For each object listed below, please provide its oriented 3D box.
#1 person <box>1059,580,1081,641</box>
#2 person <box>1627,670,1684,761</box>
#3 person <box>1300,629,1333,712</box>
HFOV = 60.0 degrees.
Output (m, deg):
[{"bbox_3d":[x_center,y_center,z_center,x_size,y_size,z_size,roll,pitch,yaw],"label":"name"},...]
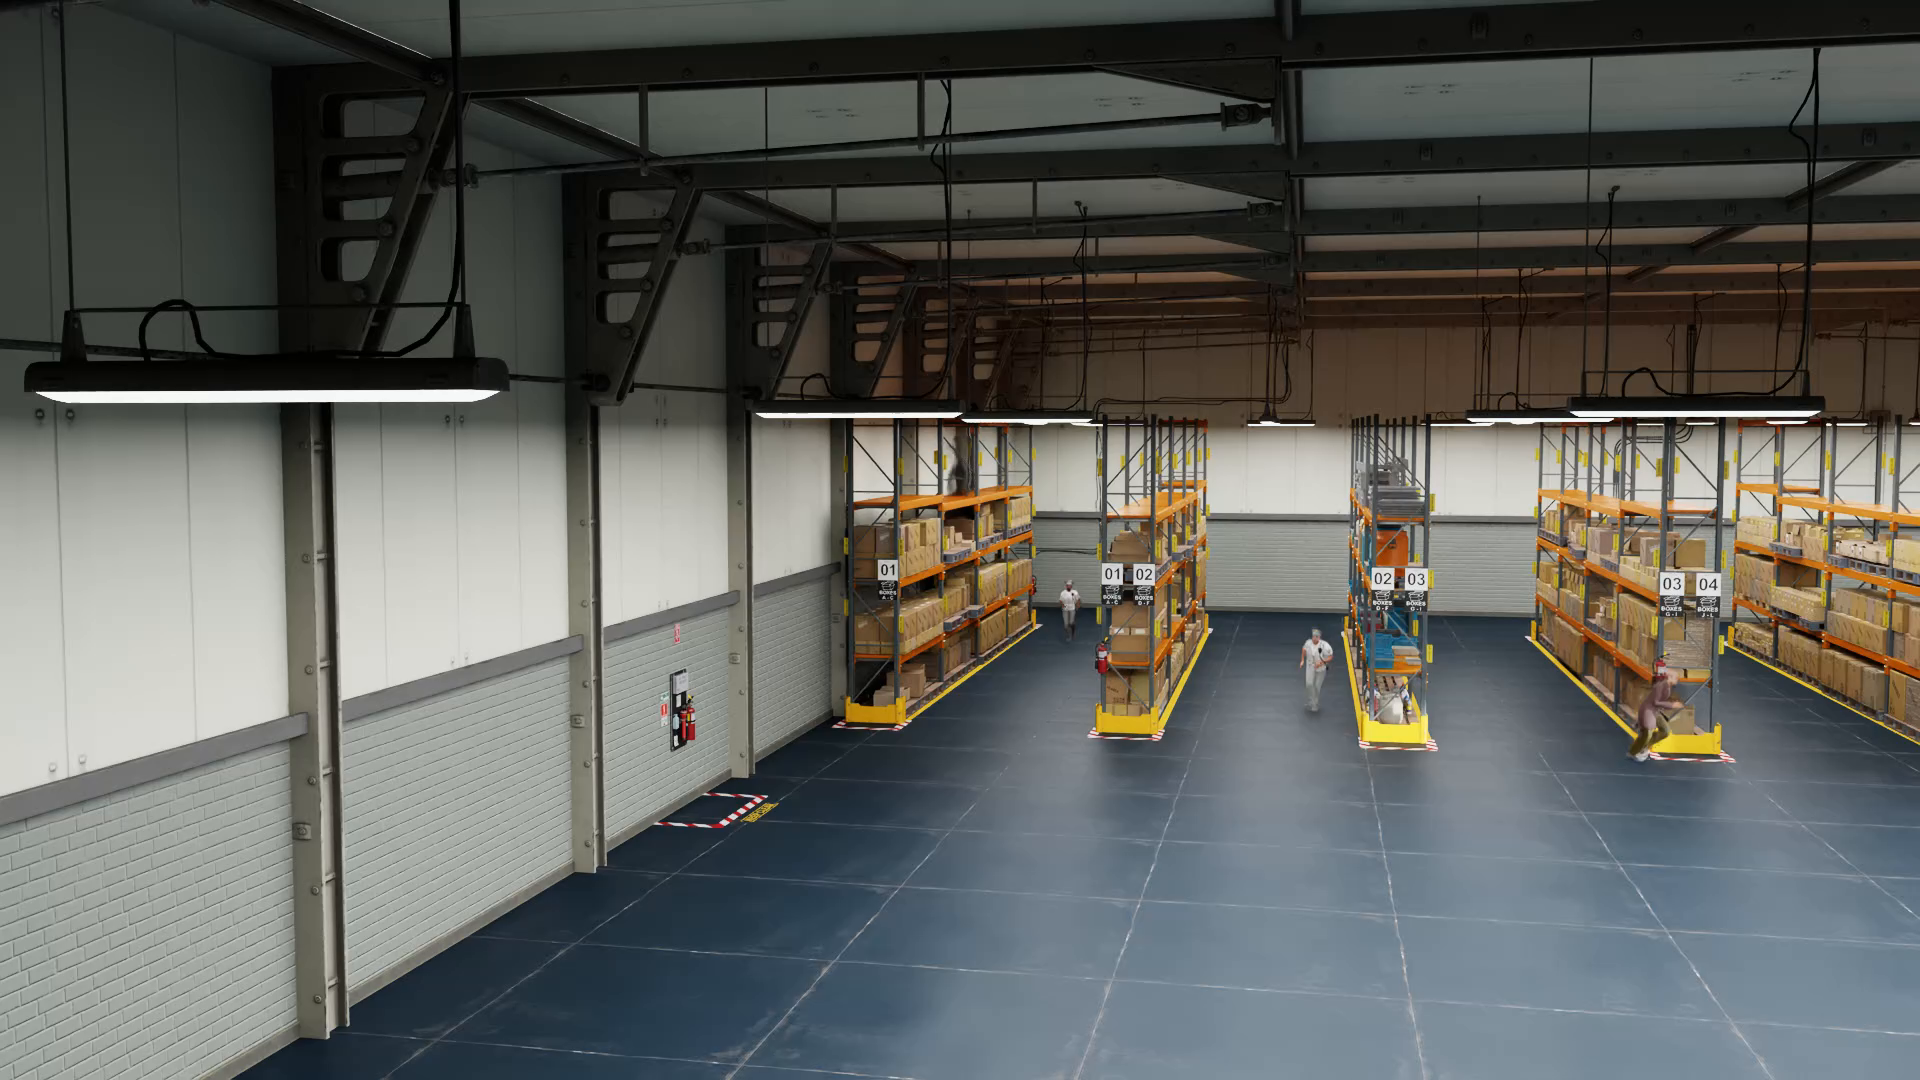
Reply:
[{"bbox_3d":[2.945,1.910,44.799,0.562,1.661,0.562,1,4,12],"label":"person"},{"bbox_3d":[11.990,3.007,28.602,0.972,1.614,0.741,4,5,43],"label":"person"},{"bbox_3d":[7.312,2.641,34.020,0.680,1.721,0.848,1,4,20],"label":"person"}]
